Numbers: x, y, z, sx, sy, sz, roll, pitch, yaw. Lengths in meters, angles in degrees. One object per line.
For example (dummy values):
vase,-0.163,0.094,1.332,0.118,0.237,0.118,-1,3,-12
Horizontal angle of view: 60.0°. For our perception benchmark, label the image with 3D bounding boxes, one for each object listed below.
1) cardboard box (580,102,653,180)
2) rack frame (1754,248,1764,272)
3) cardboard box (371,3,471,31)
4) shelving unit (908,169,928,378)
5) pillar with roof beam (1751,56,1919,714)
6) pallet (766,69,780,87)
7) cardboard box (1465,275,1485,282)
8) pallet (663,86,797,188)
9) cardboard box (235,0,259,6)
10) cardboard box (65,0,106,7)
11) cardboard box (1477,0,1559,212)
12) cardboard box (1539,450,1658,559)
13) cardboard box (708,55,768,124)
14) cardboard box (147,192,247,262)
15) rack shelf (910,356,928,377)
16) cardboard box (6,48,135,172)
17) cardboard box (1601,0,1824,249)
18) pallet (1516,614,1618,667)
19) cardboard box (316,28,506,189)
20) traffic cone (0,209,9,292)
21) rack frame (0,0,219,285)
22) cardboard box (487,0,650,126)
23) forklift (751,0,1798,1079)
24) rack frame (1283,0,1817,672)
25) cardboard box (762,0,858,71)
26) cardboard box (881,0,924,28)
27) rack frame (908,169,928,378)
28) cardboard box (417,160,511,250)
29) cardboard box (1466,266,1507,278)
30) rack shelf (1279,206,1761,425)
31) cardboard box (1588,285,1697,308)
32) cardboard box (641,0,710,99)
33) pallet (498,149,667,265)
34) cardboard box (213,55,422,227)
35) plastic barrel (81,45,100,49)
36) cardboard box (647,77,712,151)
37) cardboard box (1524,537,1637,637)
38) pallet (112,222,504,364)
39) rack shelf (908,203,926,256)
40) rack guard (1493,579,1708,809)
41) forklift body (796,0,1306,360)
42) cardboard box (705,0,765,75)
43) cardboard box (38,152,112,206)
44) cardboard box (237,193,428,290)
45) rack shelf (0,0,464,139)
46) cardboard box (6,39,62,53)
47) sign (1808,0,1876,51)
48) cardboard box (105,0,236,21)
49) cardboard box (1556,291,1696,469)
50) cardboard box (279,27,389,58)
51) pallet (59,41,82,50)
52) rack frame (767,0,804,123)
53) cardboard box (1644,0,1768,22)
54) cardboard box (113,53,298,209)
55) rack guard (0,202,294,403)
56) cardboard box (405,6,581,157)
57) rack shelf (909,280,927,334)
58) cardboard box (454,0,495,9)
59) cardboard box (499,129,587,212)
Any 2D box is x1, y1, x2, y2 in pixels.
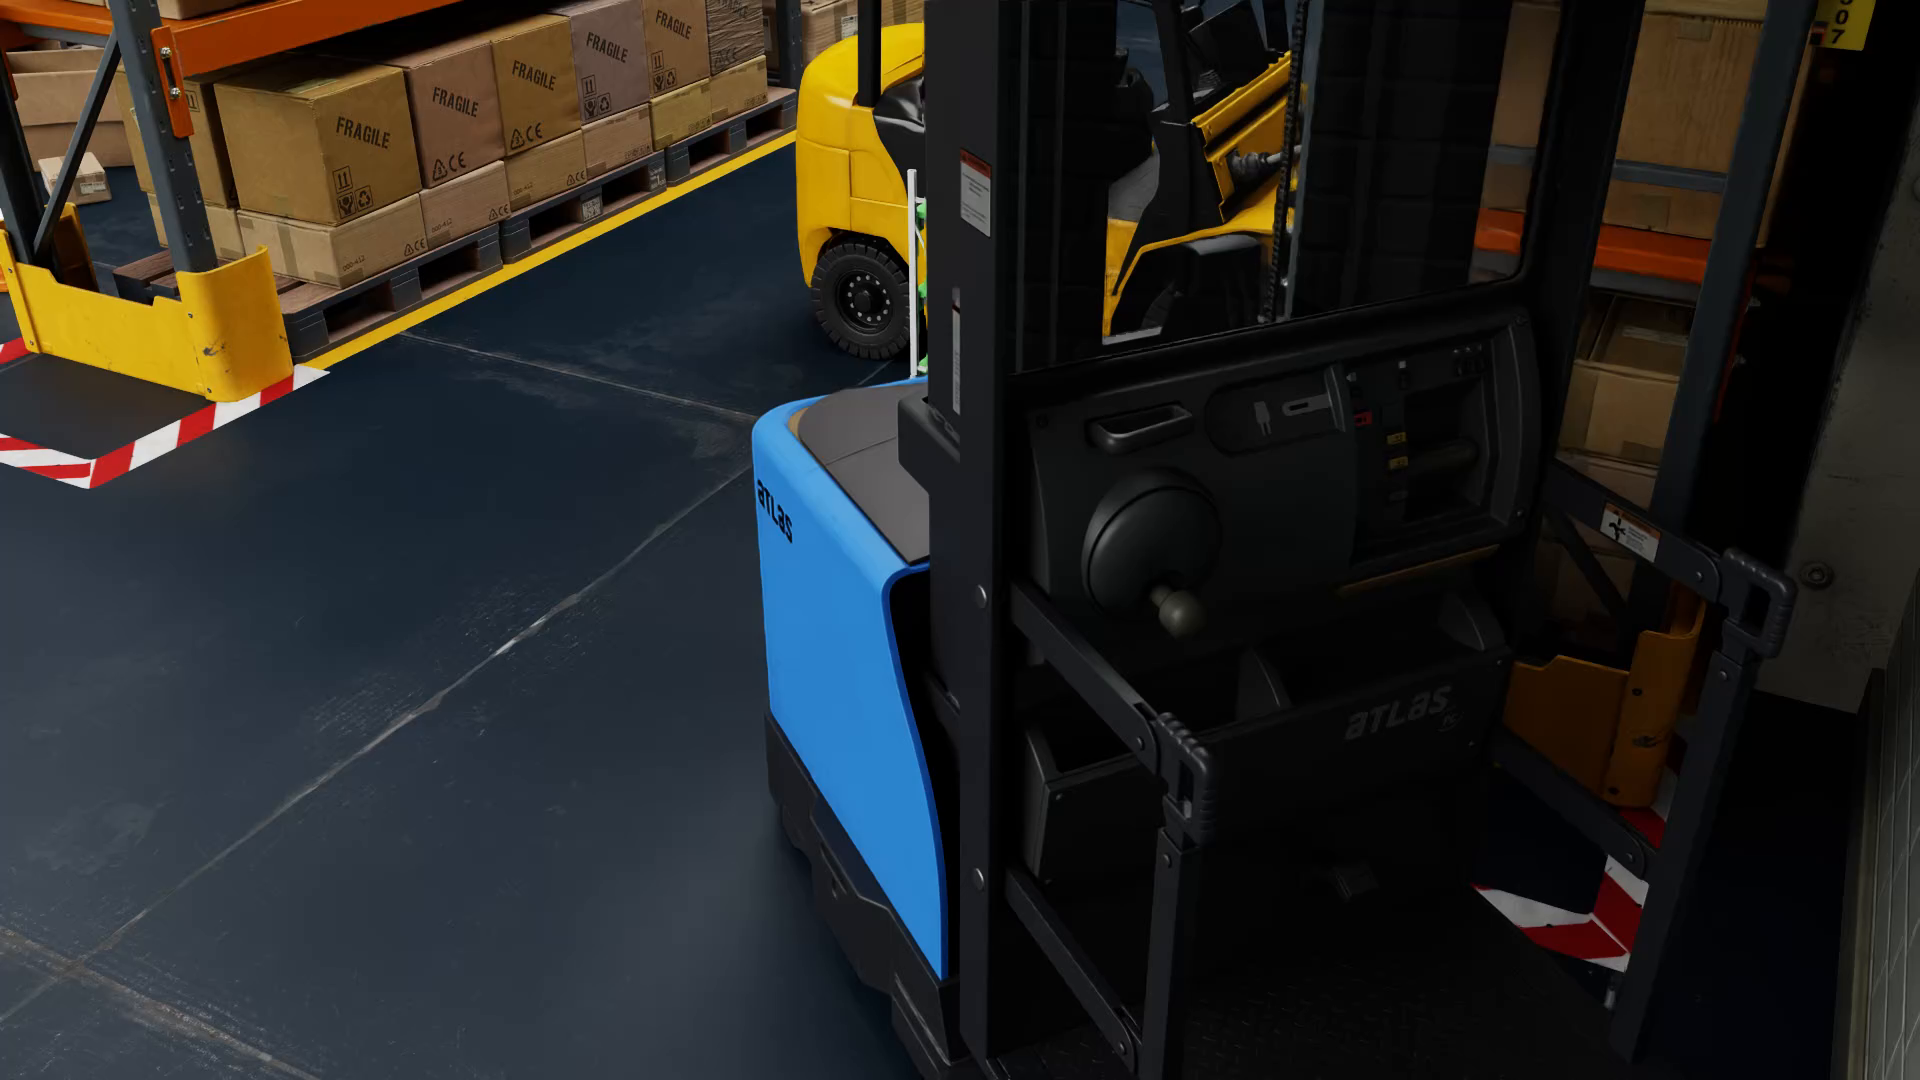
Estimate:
cardboard box,-1.834,-1.948,7.969,0.500,0.250,0.500,15,33,24
rack frame,3.086,-2.619,6.799,1.000,3.000,0.127,14,33,23
cardboard box,-2.553,-2.154,7.575,0.500,0.500,0.500,14,33,22
shelving unit,0.075,-0.594,5.079,0.258,1.200,0.503,14,33,23
pillar with roof beam,-1.450,-4.529,4.100,9.100,9.000,0.400,14,33,23
pallet,-0.982,-2.880,10.053,1.003,0.211,1.213,14,33,23
cardboard box,1.195,-0.544,4.521,0.500,0.250,0.500,15,33,25
pallet,-1.609,-2.229,8.919,1.003,0.211,1.213,14,33,23
cardboard box,-2.716,-2.081,6.113,0.380,0.149,0.250,15,33,24
cardboard box,-3.177,-2.076,6.105,0.380,0.149,0.250,15,33,25
cardboard box,1.254,-1.167,4.170,0.500,0.500,0.500,14,33,22
cardboard box,1.662,-0.214,4.448,0.500,0.250,0.500,15,33,24
cardboard box,-1.365,-2.411,8.775,0.500,0.250,0.500,16,33,25
cardboard box,-3.017,-1.390,6.998,0.500,0.250,0.500,14,33,23
rack shelf,0.075,-0.538,5.111,0.258,0.148,0.480,14,33,23
cardboard box,-4.611,-2.241,8.647,0.797,0.503,0.637,-7,31,-11
cardboard box,1.736,-1.046,3.959,0.500,0.500,0.500,15,33,25
pallet,1.574,0.014,5.013,1.003,0.211,1.213,14,33,23
cardboard box,-2.299,-1.824,7.000,0.500,0.500,0.500,13,32,21
traffic cone,-4.110,-1.354,7.143,0.336,0.463,0.334,14,33,23
rack frame,-3.157,-1.971,5.669,1.000,3.000,0.127,14,33,23
cardboard box,-1.827,-2.283,7.800,0.500,0.500,0.500,16,34,26
forklift,0.620,-0.067,2.423,1.130,2.935,3.031,-13,32,-22
rack frame,1.263,-0.846,3.711,1.000,3.000,0.127,14,33,23
cardboard box,-1.098,-3.020,9.713,0.950,0.372,0.625,15,33,24
cardboard box,-0.774,-3.339,10.269,0.950,0.372,0.625,16,34,26
rack frame,-0.036,-0.486,4.891,0.240,1.200,0.015,14,33,23
cardboard box,-2.304,-1.480,7.154,0.500,0.250,0.500,16,33,25
cardboard box,1.423,-0.772,4.918,0.500,0.250,0.500,15,33,24
rack shelf,2.174,-1.421,5.435,1.077,0.370,4.000,14,33,23
cardboard box,1.875,-0.662,4.726,0.500,0.250,0.500,14,33,23
cardboard box,-1.596,-2.510,8.195,0.500,0.500,0.500,15,33,24
pallet,-2.164,-1.686,7.974,1.003,0.211,1.213,14,33,23
cardboard box,-2.533,-1.591,6.595,0.500,0.500,0.500,13,32,22
plastic barrel,-4.939,-2.854,9.795,0.421,0.421,0.512,-12,32,-20
cardboard box,-1.599,-2.172,8.360,0.500,0.250,0.500,13,32,22
cardboard box,1.661,-0.009,4.594,0.500,0.250,0.500,14,33,23
pallet,-2.721,-1.147,7.036,1.003,0.211,1.213,14,33,23
rack shelf,0.075,-0.955,4.872,0.258,0.148,0.480,14,33,23
rack guard,1.252,0.248,4.315,1.175,0.500,0.348,14,33,23
forklift body,0.503,-1.733,6.107,2.313,2.155,1.214,14,33,23
cardboard box,-1.366,-2.736,8.588,0.500,0.500,0.500,14,33,23
cardboard box,-4.359,-1.773,8.189,0.250,0.149,0.380,-18,34,-28
cardboard box,-2.543,-1.255,6.763,0.500,0.250,0.500,14,33,23
rack shelf,-2.246,-2.545,7.393,1.077,0.370,4.000,14,33,23
cardboard box,-5.581,-2.818,9.653,0.500,0.500,0.500,21,36,32
sign,1.755,-1.127,3.252,0.100,0.325,0.005,14,33,23
cardboard box,-2.818,-1.965,5.912,0.380,0.149,0.250,14,33,23
cardboard box,1.651,-0.440,4.339,0.500,0.250,0.500,14,33,23
cardboard box,-2.790,-1.932,7.189,0.500,0.500,0.500,16,33,25
pallet,-6.204,-3.293,10.773,1.003,0.211,1.213,14,33,23
rack frame,-1.335,-3.744,8.757,1.000,3.000,0.127,14,33,23
cardboard box,1.649,-1.262,3.684,0.380,0.149,0.250,13,32,22
cardboard box,-3.024,-1.700,6.784,0.500,0.500,0.500,15,33,24
rack guard,-3.123,-0.920,6.351,1.175,0.500,0.348,14,33,23
cardboard box,-2.063,-2.044,7.384,0.500,0.500,0.500,15,33,24
rack shelf,0.075,-0.746,4.991,0.258,0.148,0.480,14,33,23
cardboard box,-2.315,-2.389,7.984,0.500,0.500,0.500,16,34,26
cardboard box,-2.067,-1.725,7.580,0.500,0.250,0.500,17,34,27
